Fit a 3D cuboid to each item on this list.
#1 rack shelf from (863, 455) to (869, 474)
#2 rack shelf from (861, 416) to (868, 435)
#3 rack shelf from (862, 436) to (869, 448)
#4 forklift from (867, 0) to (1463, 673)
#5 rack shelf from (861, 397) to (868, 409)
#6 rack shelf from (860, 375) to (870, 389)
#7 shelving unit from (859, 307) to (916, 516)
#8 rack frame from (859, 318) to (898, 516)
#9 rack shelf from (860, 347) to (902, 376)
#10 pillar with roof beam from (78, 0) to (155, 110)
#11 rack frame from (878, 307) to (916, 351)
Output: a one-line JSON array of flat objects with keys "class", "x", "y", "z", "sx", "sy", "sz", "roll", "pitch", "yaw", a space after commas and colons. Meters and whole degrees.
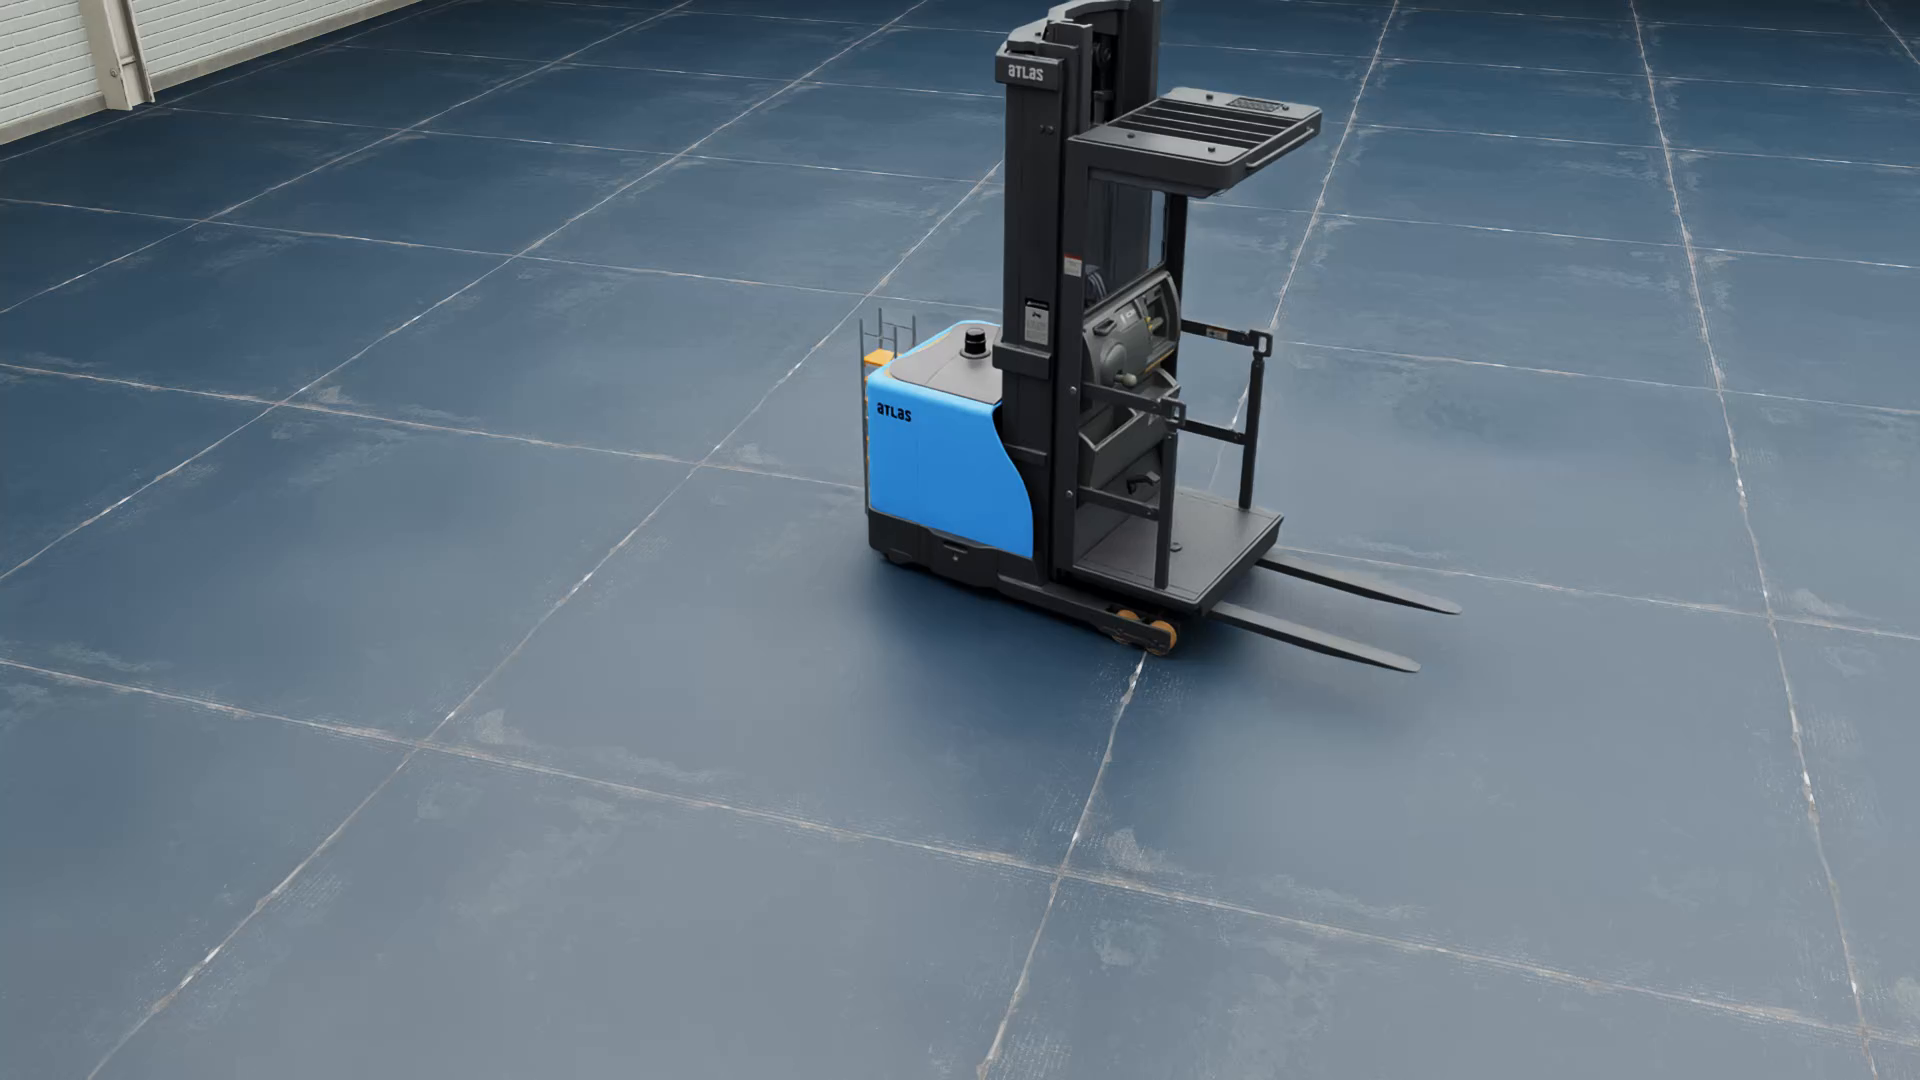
[{"class": "rack shelf", "x": -0.390, "y": -0.427, "z": 9.368, "sx": 0.258, "sy": 0.103, "sz": 0.180, "roll": 16, "pitch": 33, "yaw": 27}, {"class": "rack shelf", "x": -0.390, "y": -0.636, "z": 9.251, "sx": 0.258, "sy": 0.103, "sz": 0.180, "roll": 16, "pitch": 33, "yaw": 27}, {"class": "rack shelf", "x": -0.390, "y": -0.532, "z": 9.309, "sx": 0.258, "sy": 0.103, "sz": 0.180, "roll": 16, "pitch": 33, "yaw": 27}, {"class": "forklift", "x": 1.020, "y": -1.007, "z": 8.045, "sx": 3.031, "sy": 2.935, "sz": 1.130, "roll": 17, "pitch": 33, "yaw": 28}, {"class": "rack shelf", "x": -0.390, "y": -0.741, "z": 9.193, "sx": 0.258, "sy": 0.103, "sz": 0.180, "roll": 16, "pitch": 33, "yaw": 27}, {"class": "rack shelf", "x": -0.390, "y": -0.846, "z": 9.134, "sx": 0.258, "sy": 0.103, "sz": 0.180, "roll": 16, "pitch": 33, "yaw": 27}, {"class": "shelving unit", "x": -0.390, "y": -0.675, "z": 9.230, "sx": 0.258, "sy": 1.200, "sz": 0.189, "roll": 16, "pitch": 33, "yaw": 27}, {"class": "rack frame", "x": -0.438, "y": -0.637, "z": 9.161, "sx": 0.240, "sy": 1.200, "sz": 0.006, "roll": 16, "pitch": 33, "yaw": 27}, {"class": "rack shelf", "x": -0.390, "y": -0.951, "z": 9.076, "sx": 0.258, "sy": 0.103, "sz": 0.180, "roll": 16, "pitch": 33, "yaw": 27}, {"class": "pillar with roof beam", "x": -4.603, "y": -7.893, "z": 14.181, "sx": 9.100, "sy": 9.000, "sz": 0.400, "roll": 8, "pitch": 30, "yaw": 15}, {"class": "rack frame", "x": -0.343, "y": -0.713, "z": 9.298, "sx": 0.240, "sy": 1.200, "sz": 0.006, "roll": 16, "pitch": 33, "yaw": 27}]
